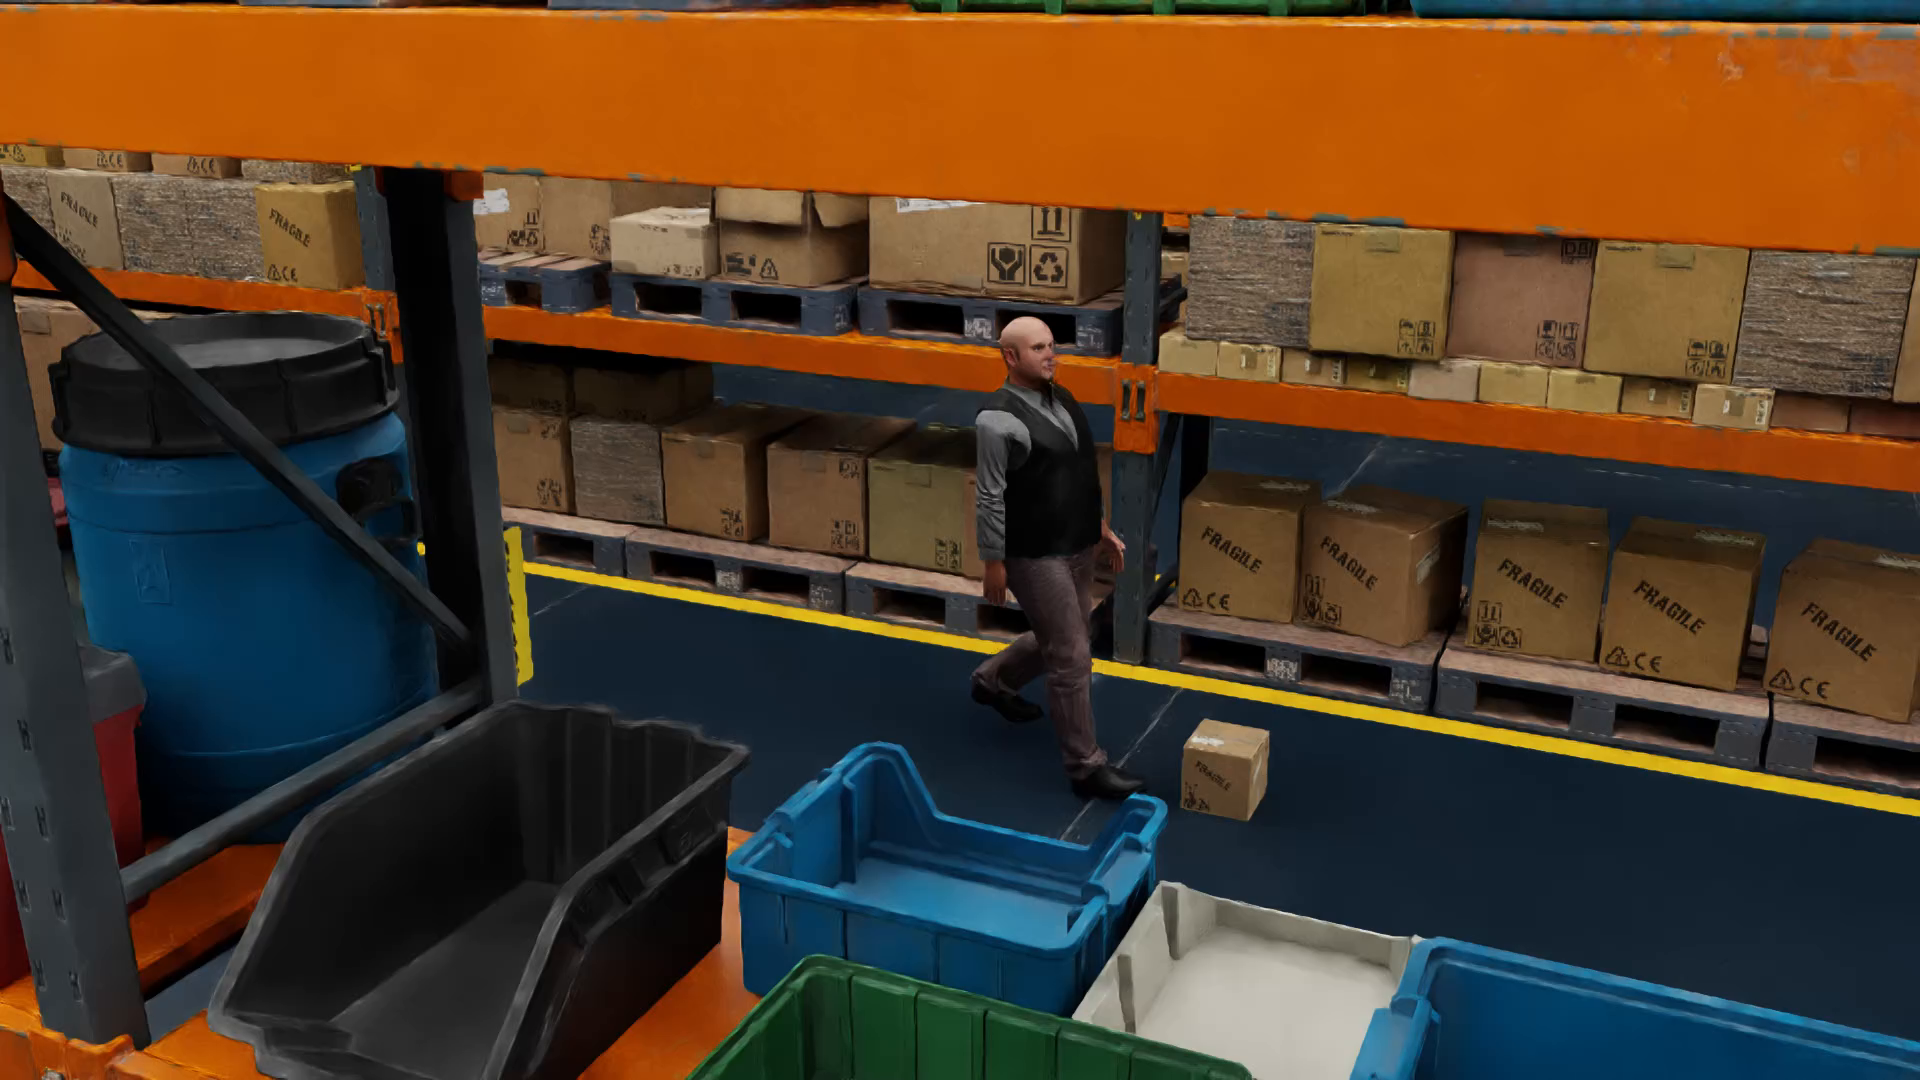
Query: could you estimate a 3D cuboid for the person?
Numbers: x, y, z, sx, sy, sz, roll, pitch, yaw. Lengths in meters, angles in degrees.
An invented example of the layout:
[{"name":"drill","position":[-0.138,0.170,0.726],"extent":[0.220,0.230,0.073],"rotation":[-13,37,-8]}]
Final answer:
[{"name":"person","position":[0.351,0.046,5.981],"extent":[0.882,1.695,0.537],"rotation":[12,22,30]}]
